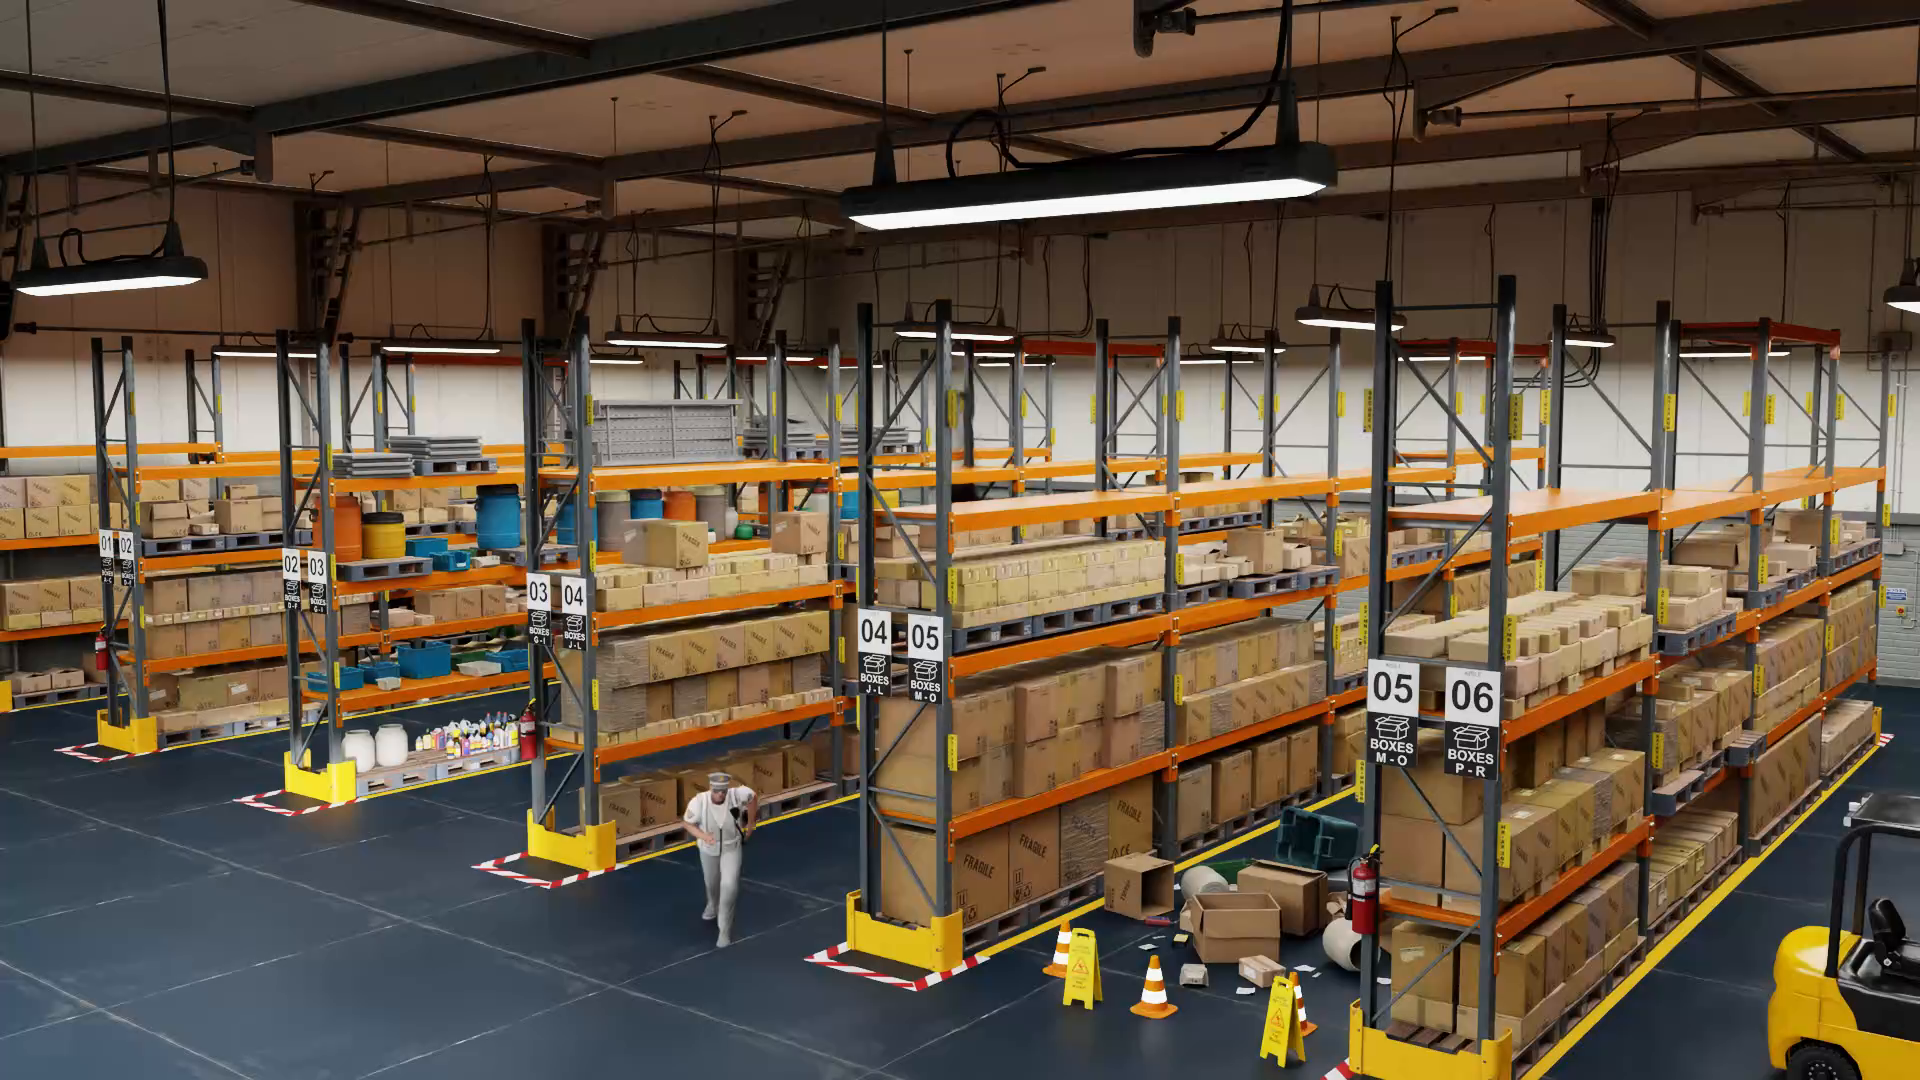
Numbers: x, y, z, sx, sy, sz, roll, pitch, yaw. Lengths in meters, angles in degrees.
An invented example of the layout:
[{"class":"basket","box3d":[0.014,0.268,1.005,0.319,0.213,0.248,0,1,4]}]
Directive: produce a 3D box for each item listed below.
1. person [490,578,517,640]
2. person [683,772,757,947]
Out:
[{"class":"person","box3d":[-8.735,1.490,31.856,0.674,1.792,0.979,3,6,31]},{"class":"person","box3d":[-2.294,2.995,15.936,0.707,1.708,1.015,-1,5,-11]}]
